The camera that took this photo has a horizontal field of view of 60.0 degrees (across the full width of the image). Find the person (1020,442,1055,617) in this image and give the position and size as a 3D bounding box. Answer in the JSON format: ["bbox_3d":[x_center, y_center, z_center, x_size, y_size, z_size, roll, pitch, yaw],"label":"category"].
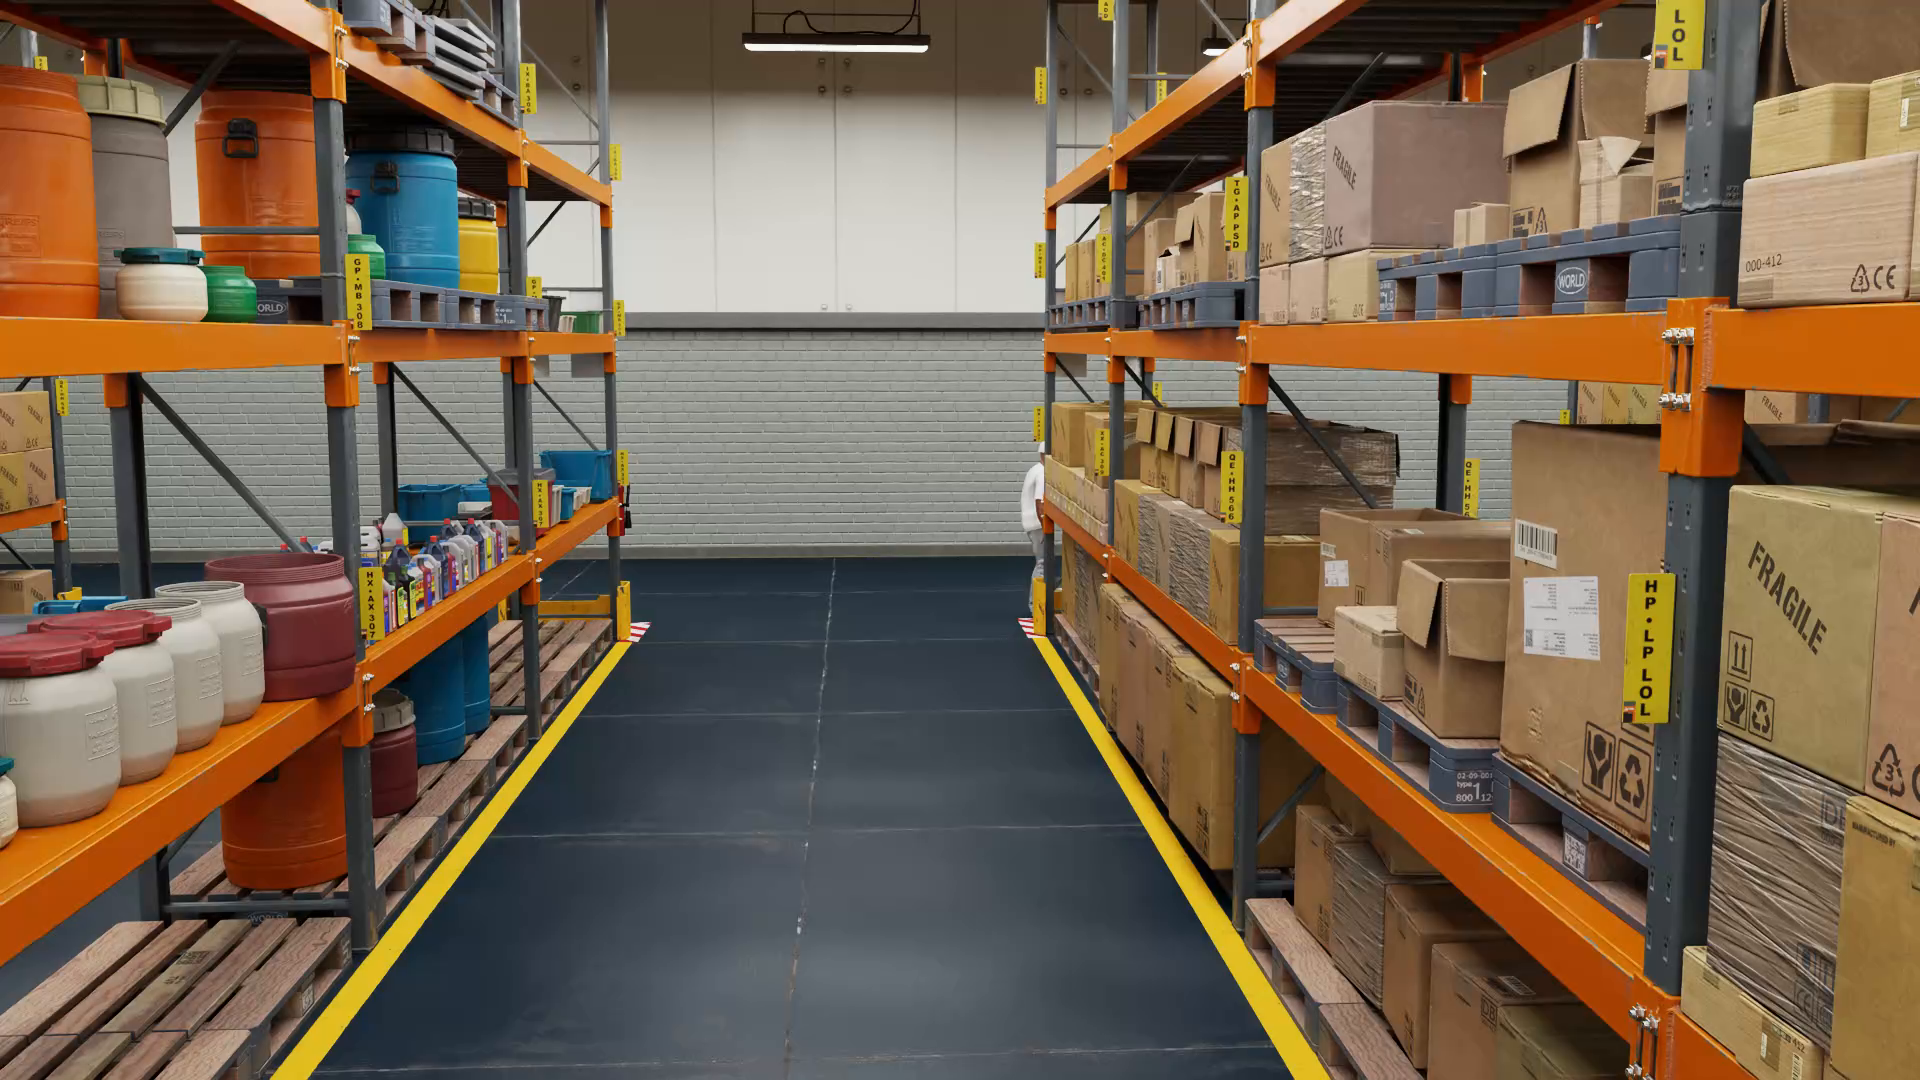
[{"bbox_3d":[0.841,-0.123,16.701,0.462,1.759,0.632,0,7,-2],"label":"person"}]
